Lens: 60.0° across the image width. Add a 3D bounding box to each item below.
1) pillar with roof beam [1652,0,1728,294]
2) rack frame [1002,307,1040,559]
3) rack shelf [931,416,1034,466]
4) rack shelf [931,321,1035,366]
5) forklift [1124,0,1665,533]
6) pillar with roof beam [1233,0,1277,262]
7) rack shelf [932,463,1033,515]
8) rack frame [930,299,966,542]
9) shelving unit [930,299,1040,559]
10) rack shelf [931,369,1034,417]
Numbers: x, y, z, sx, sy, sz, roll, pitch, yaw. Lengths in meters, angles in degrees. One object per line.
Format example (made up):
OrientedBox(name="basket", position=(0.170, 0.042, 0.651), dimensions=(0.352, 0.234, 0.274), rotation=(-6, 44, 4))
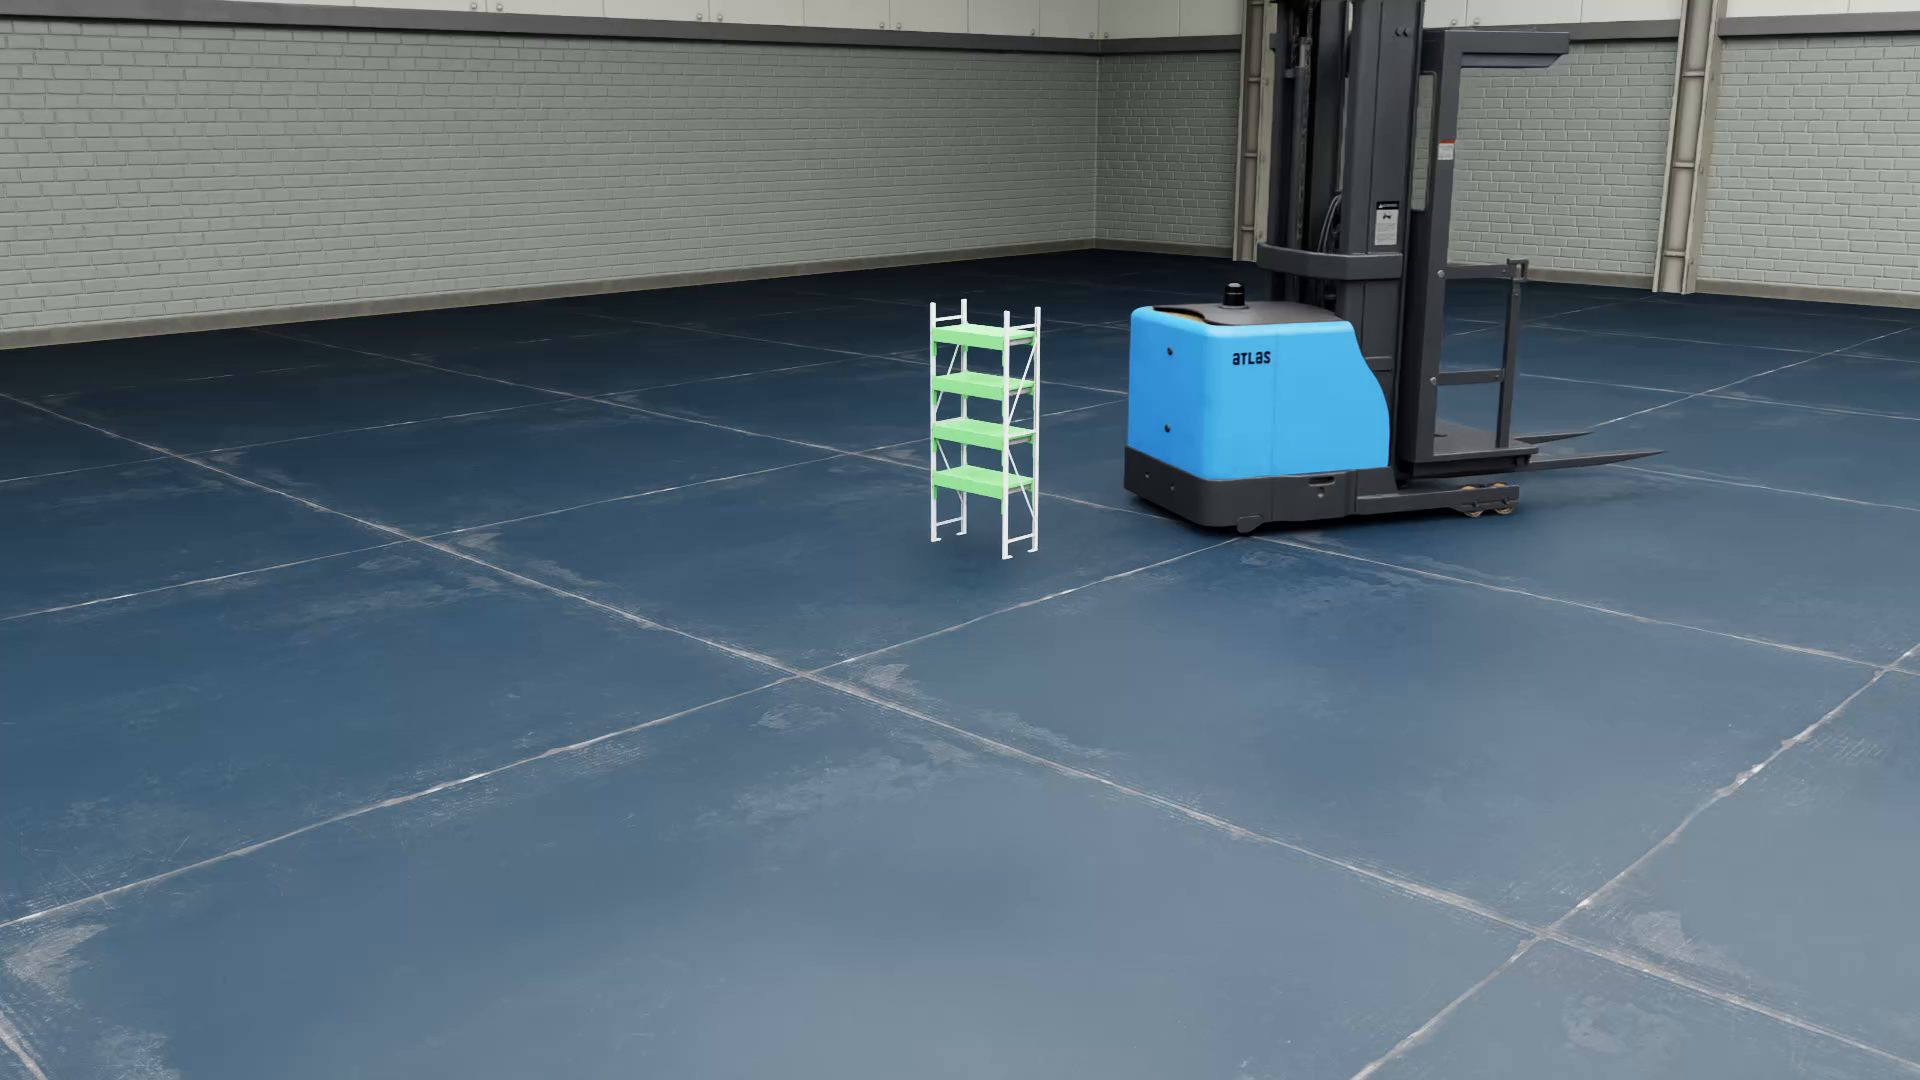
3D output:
OrientedBox(name="pillar with roof beam", position=(5.474, -6.514, 15.583), dimensions=(0.400, 9.000, 9.100), rotation=(14, 20, 42))
OrientedBox(name="rack frame", position=(0.295, -0.509, 8.006), dimensions=(0.015, 1.200, 0.240), rotation=(14, 20, 42))
OrientedBox(name="rack shelf", position=(0.119, -0.490, 8.186), dimensions=(0.480, 0.148, 0.258), rotation=(14, 20, 42))
OrientedBox(name="rack shelf", position=(0.119, -0.954, 8.065), dimensions=(0.480, 0.148, 0.258), rotation=(14, 20, 42))
OrientedBox(name="forklift", position=(2.486, -1.660, 8.989), dimensions=(3.031, 2.935, 1.130), rotation=(-5, 15, -19))
OrientedBox(name="pillar with roof beam", position=(1.154, -7.564, 19.613), dimensions=(0.400, 9.000, 9.100), rotation=(14, 20, 42))
OrientedBox(name="rack shelf", position=(0.119, -0.258, 8.246), dimensions=(0.480, 0.148, 0.258), rotation=(14, 20, 42))
OrientedBox(name="rack frame", position=(-0.056, -0.594, 8.333), dimensions=(0.015, 1.200, 0.240), rotation=(14, 20, 42))
OrientedBox(name="shelving unit", position=(0.119, -0.552, 8.170), dimensions=(0.503, 1.200, 0.258), rotation=(14, 20, 42))
OrientedBox(name="rack shelf", position=(0.119, -0.722, 8.125), dimensions=(0.480, 0.148, 0.258), rotation=(14, 20, 42))
